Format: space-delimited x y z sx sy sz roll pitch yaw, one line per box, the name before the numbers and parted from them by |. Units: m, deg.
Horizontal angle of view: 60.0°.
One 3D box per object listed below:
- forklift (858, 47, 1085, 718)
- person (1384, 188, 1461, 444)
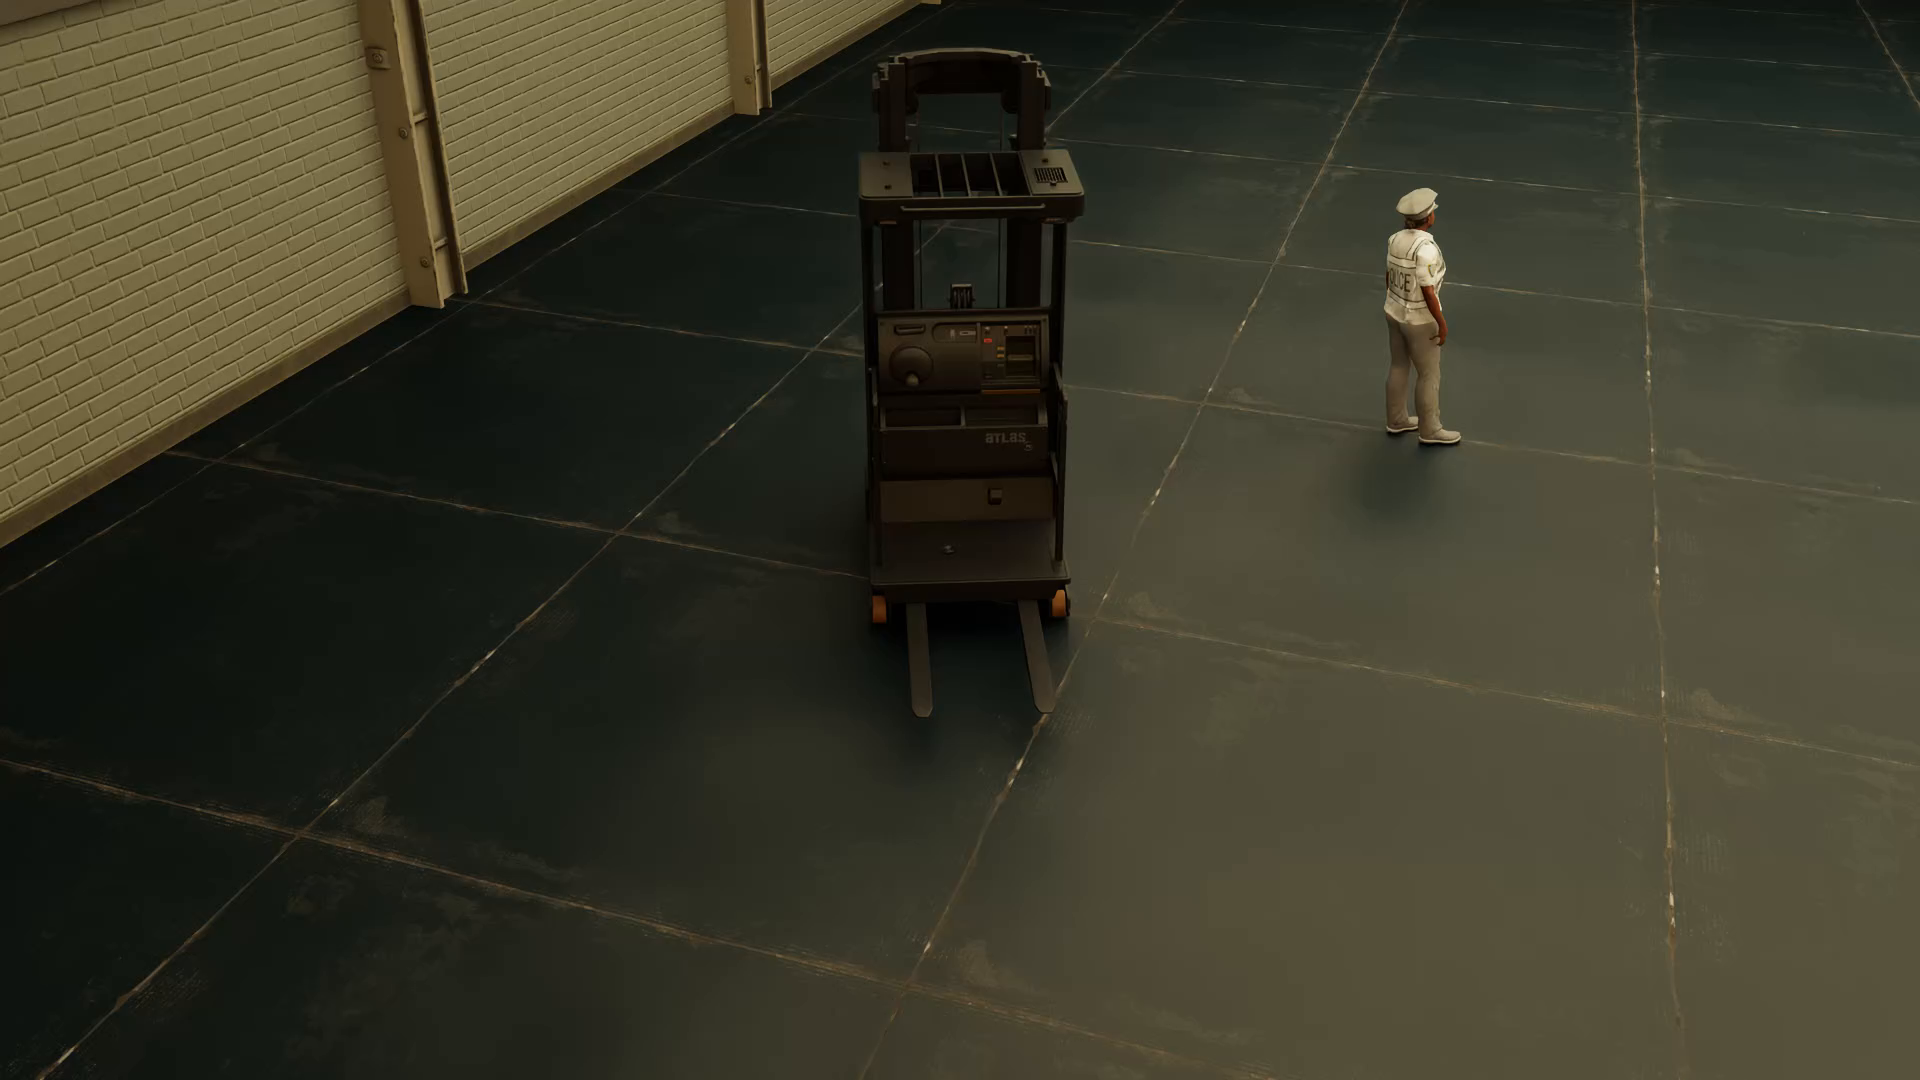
forklift | 0.035 -0.972 8.842 1.130 2.935 3.031 -2 30 -3
person | 3.057 -1.479 10.966 0.530 1.694 0.569 -11 32 -19
